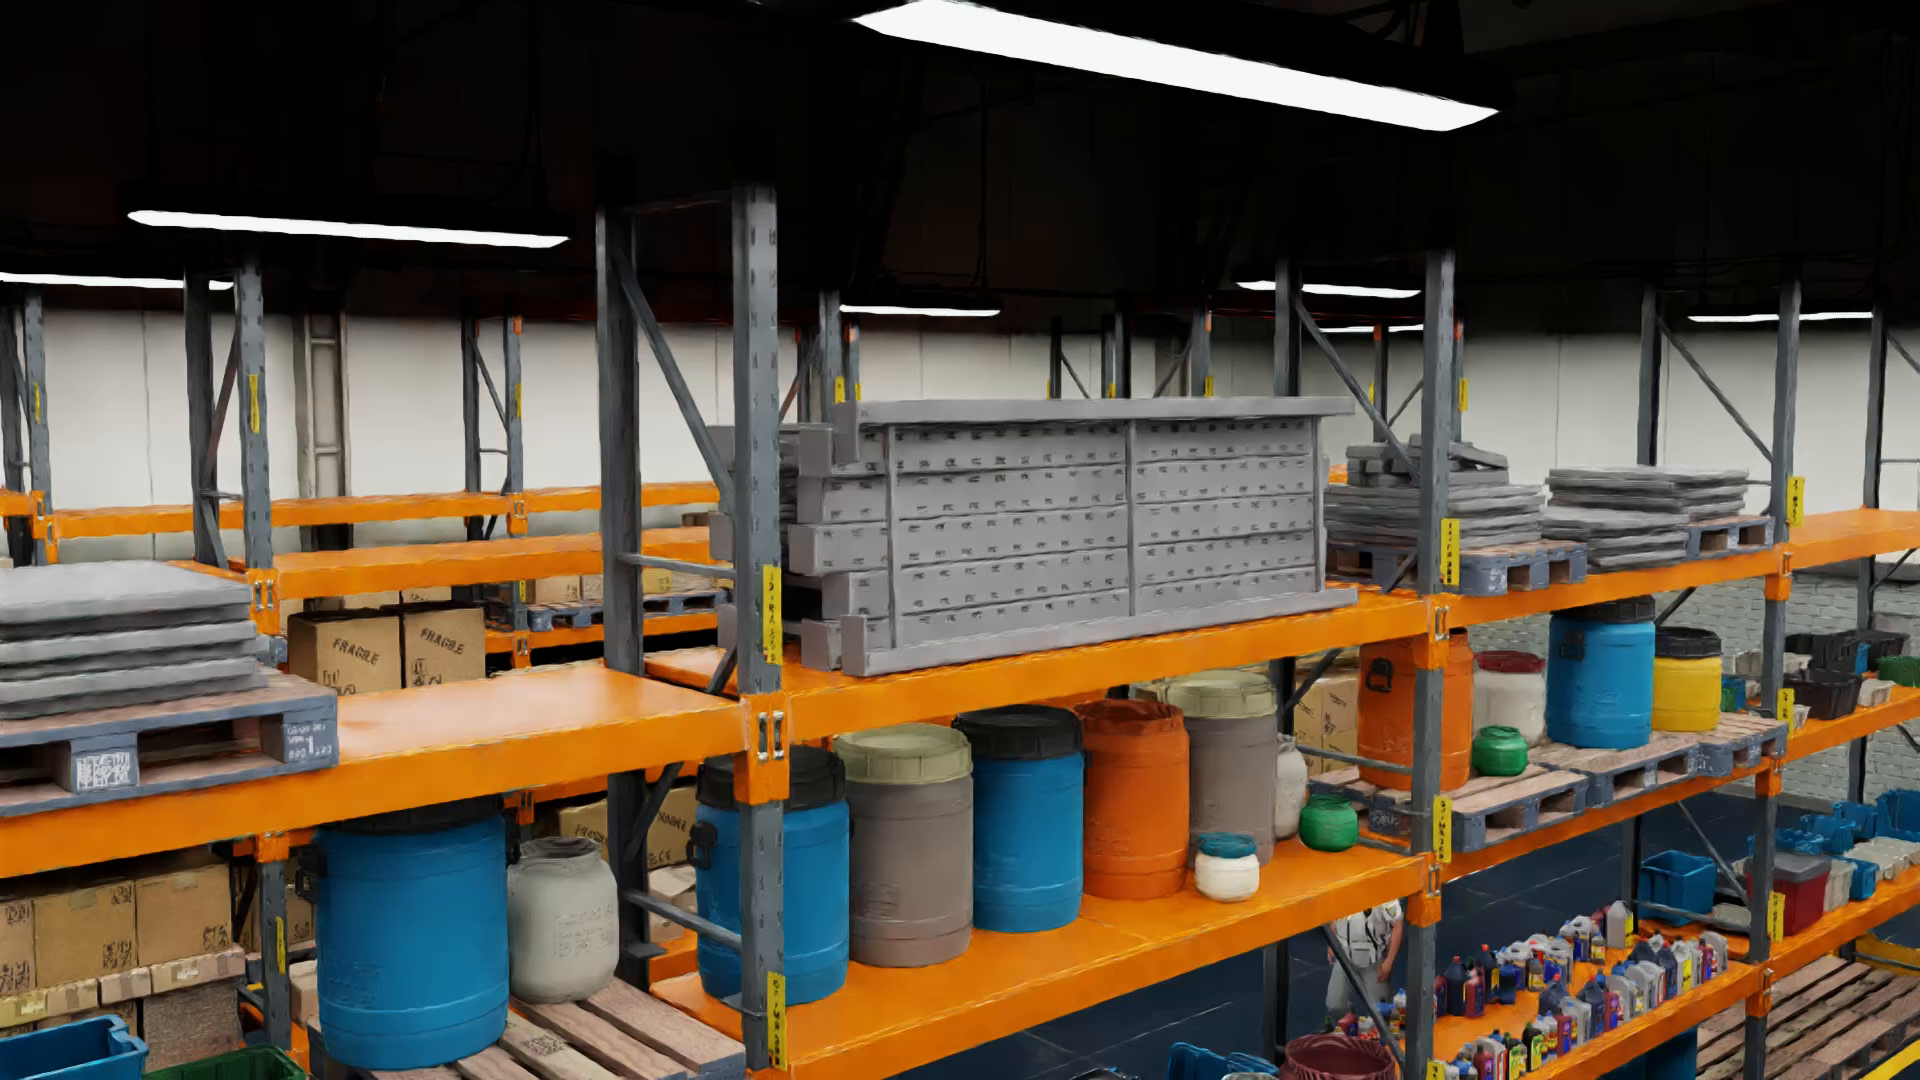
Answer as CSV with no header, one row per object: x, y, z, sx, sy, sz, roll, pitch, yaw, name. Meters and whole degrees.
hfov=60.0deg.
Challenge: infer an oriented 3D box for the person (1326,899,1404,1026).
3.047,3.130,12.570,0.542,1.715,0.682,-5,7,-43,person
